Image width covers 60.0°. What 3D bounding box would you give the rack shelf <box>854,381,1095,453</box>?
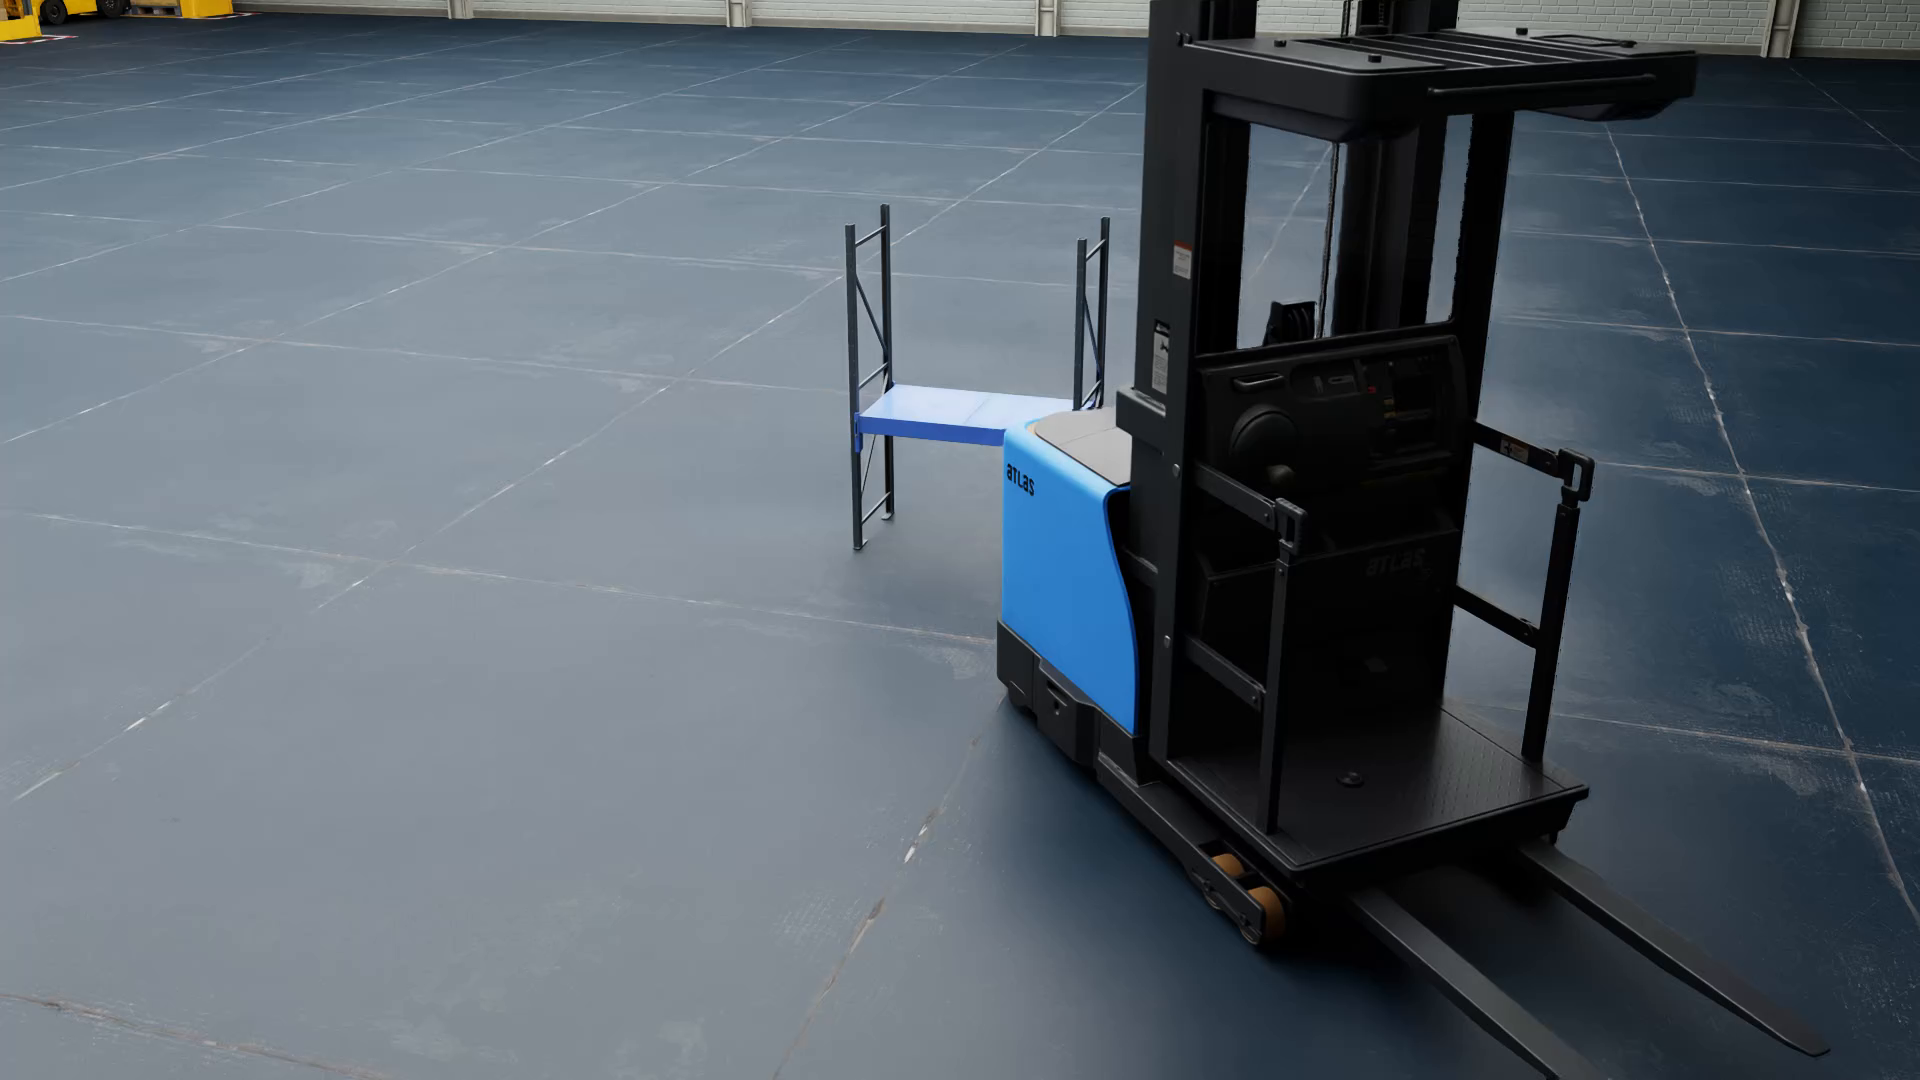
[{"bbox_3d":[0.082,-0.518,7.531,1.000,0.185,0.538,7,23,16],"label":"rack shelf"}]

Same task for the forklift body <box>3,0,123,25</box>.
[{"bbox_3d":[-17.594,-11.174,32.176,1.214,2.155,2.313,7,23,16],"label":"forklift body"}]

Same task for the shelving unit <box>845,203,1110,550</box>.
[{"bbox_3d":[0.082,-0.685,7.463,1.048,1.500,0.538,7,23,16],"label":"shelving unit"}]

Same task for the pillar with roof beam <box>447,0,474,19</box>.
[{"bbox_3d":[-11.157,-12.979,27.554,0.400,9.000,9.100,7,23,16],"label":"pillar with roof beam"}]

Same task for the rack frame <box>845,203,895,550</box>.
[{"bbox_3d":[-0.405,-0.740,7.598,0.032,1.500,0.500,7,23,16],"label":"rack frame"}]

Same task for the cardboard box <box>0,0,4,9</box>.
[{"bbox_3d":[-17.397,-9.678,29.493,0.500,0.500,0.500,6,23,14],"label":"cardboard box"}]

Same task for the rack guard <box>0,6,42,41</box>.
[{"bbox_3d":[-16.754,-9.069,29.221,0.348,0.500,1.175,7,23,16],"label":"rack guard"}]

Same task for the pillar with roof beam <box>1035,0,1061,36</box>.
[{"bbox_3d":[0.332,-11.663,24.347,0.400,9.000,9.100,7,23,16],"label":"pillar with roof beam"}]

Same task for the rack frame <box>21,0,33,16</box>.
[{"bbox_3d":[-16.681,-10.218,28.727,0.127,3.000,1.000,7,23,16],"label":"rack frame"}]

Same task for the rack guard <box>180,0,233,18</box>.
[{"bbox_3d":[-15.228,-10.862,33.592,0.348,0.500,1.175,7,23,16],"label":"rack guard"}]

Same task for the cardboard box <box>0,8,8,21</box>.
[{"bbox_3d":[-17.374,-9.329,29.629,0.500,0.250,0.500,6,23,15],"label":"cardboard box"}]

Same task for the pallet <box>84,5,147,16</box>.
[{"bbox_3d":[-17.160,-10.934,34.149,1.213,0.211,1.003,7,23,15],"label":"pallet"}]

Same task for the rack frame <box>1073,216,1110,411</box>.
[{"bbox_3d":[0.568,-0.629,7.327,0.032,1.500,0.500,7,23,16],"label":"rack frame"}]

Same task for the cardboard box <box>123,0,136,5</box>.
[{"bbox_3d":[-16.742,-10.996,33.695,0.500,0.250,0.500,7,23,16],"label":"cardboard box"}]

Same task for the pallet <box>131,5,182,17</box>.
[{"bbox_3d":[-15.995,-10.800,33.821,1.213,0.211,1.003,7,23,16],"label":"pallet"}]

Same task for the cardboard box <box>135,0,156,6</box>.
[{"bbox_3d":[-16.266,-10.938,33.554,0.500,0.250,0.500,7,23,15],"label":"cardboard box"}]

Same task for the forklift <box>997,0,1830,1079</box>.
[{"bbox_3d":[1.217,-0.358,4.781,1.130,2.935,3.031,-10,24,-23],"label":"forklift"}]

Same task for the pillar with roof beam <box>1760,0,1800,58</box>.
[{"bbox_3d":[11.820,-10.348,21.140,0.400,9.000,9.100,7,23,16],"label":"pillar with roof beam"}]

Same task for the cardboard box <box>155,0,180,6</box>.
[{"bbox_3d":[-15.792,-10.880,33.412,0.500,0.250,0.500,7,23,16],"label":"cardboard box"}]

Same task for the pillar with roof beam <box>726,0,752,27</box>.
[{"bbox_3d":[-5.413,-12.321,25.950,0.400,9.000,9.100,7,23,16],"label":"pillar with roof beam"}]
